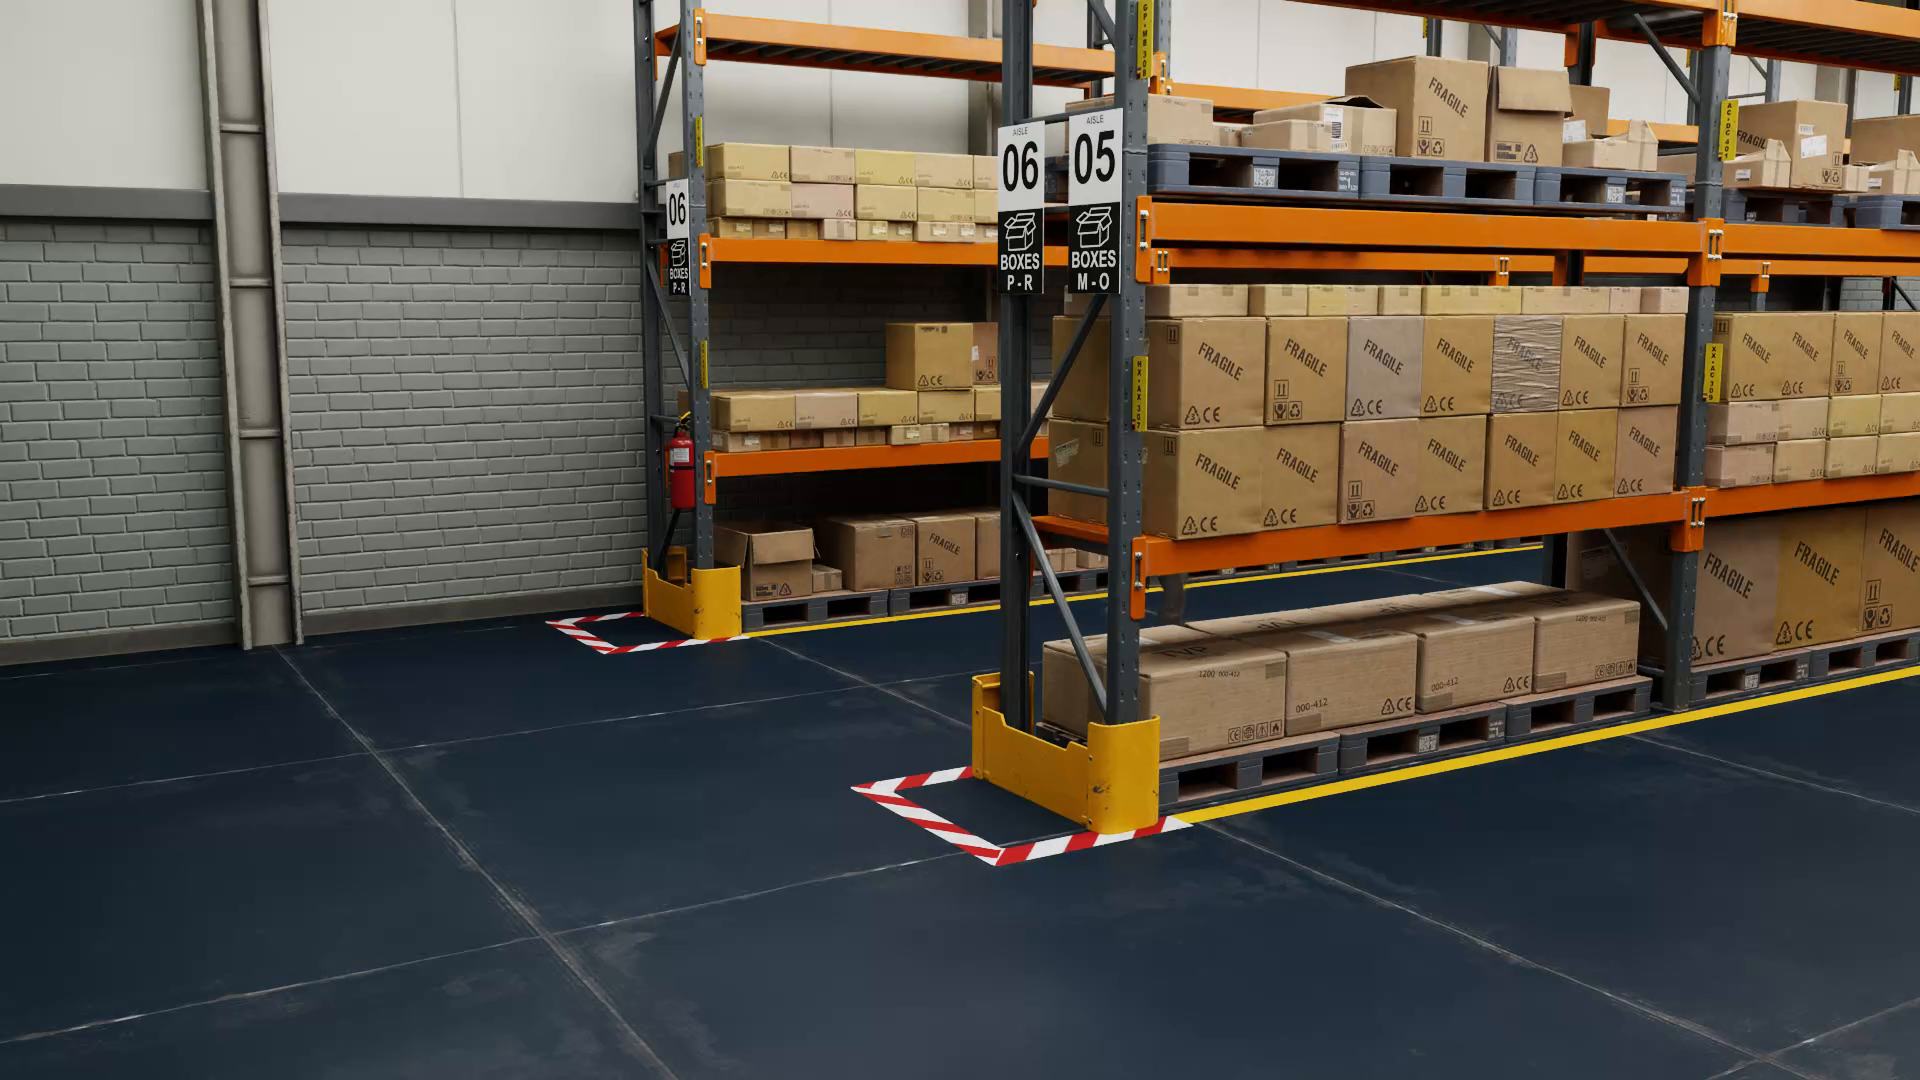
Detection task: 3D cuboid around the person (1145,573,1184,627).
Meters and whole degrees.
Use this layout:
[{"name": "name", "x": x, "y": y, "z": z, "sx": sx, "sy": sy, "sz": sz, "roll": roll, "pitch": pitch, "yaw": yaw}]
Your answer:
[{"name": "person", "x": 1.264, "y": 0.008, "z": 10.774, "sx": 0.439, "sy": 1.672, "sz": 0.454, "roll": -5, "pitch": 9, "yaw": -29}]
